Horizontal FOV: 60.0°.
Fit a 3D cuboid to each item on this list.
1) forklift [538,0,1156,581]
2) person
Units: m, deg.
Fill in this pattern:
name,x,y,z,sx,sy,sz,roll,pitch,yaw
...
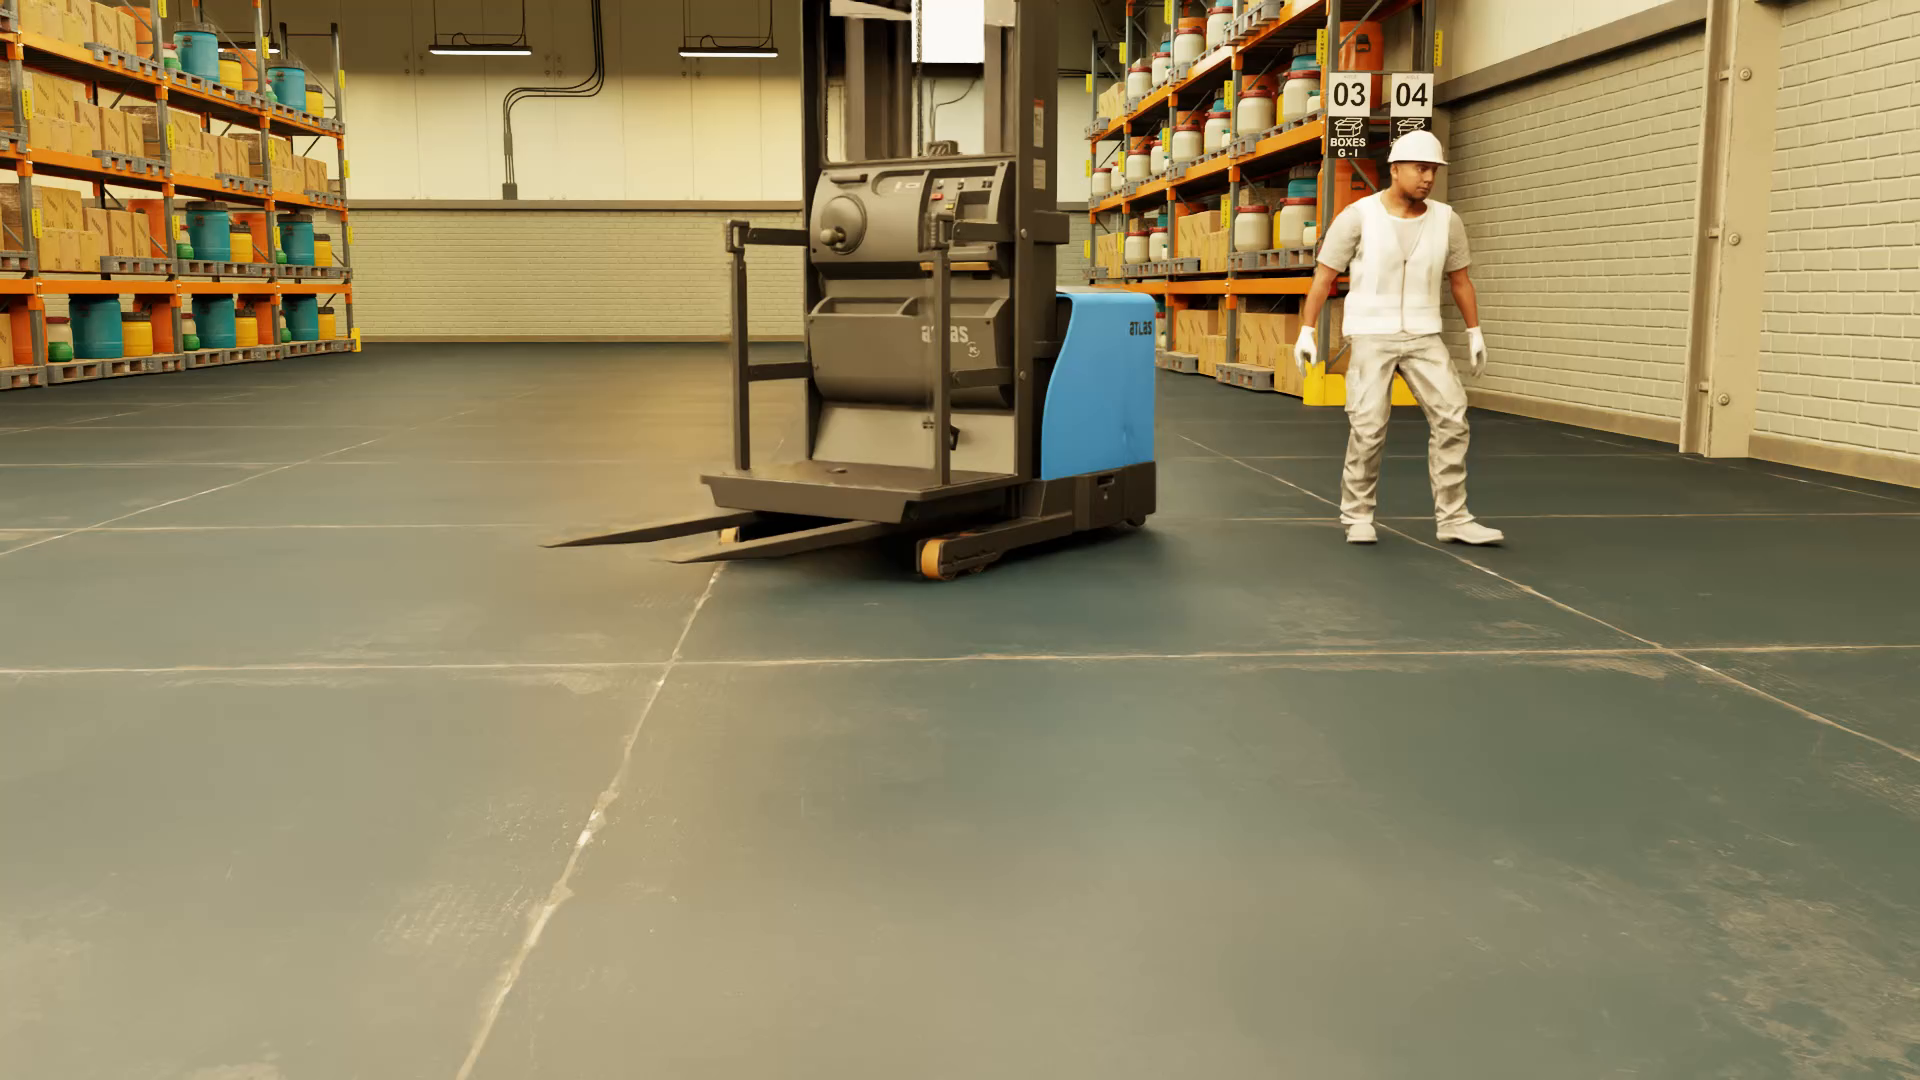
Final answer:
name,x,y,z,sx,sy,sz,roll,pitch,yaw
forklift,-0.331,-1.372,6.570,1.130,2.935,3.031,6,10,33
person,1.893,-0.854,7.128,0.871,1.745,0.440,0,8,-3
